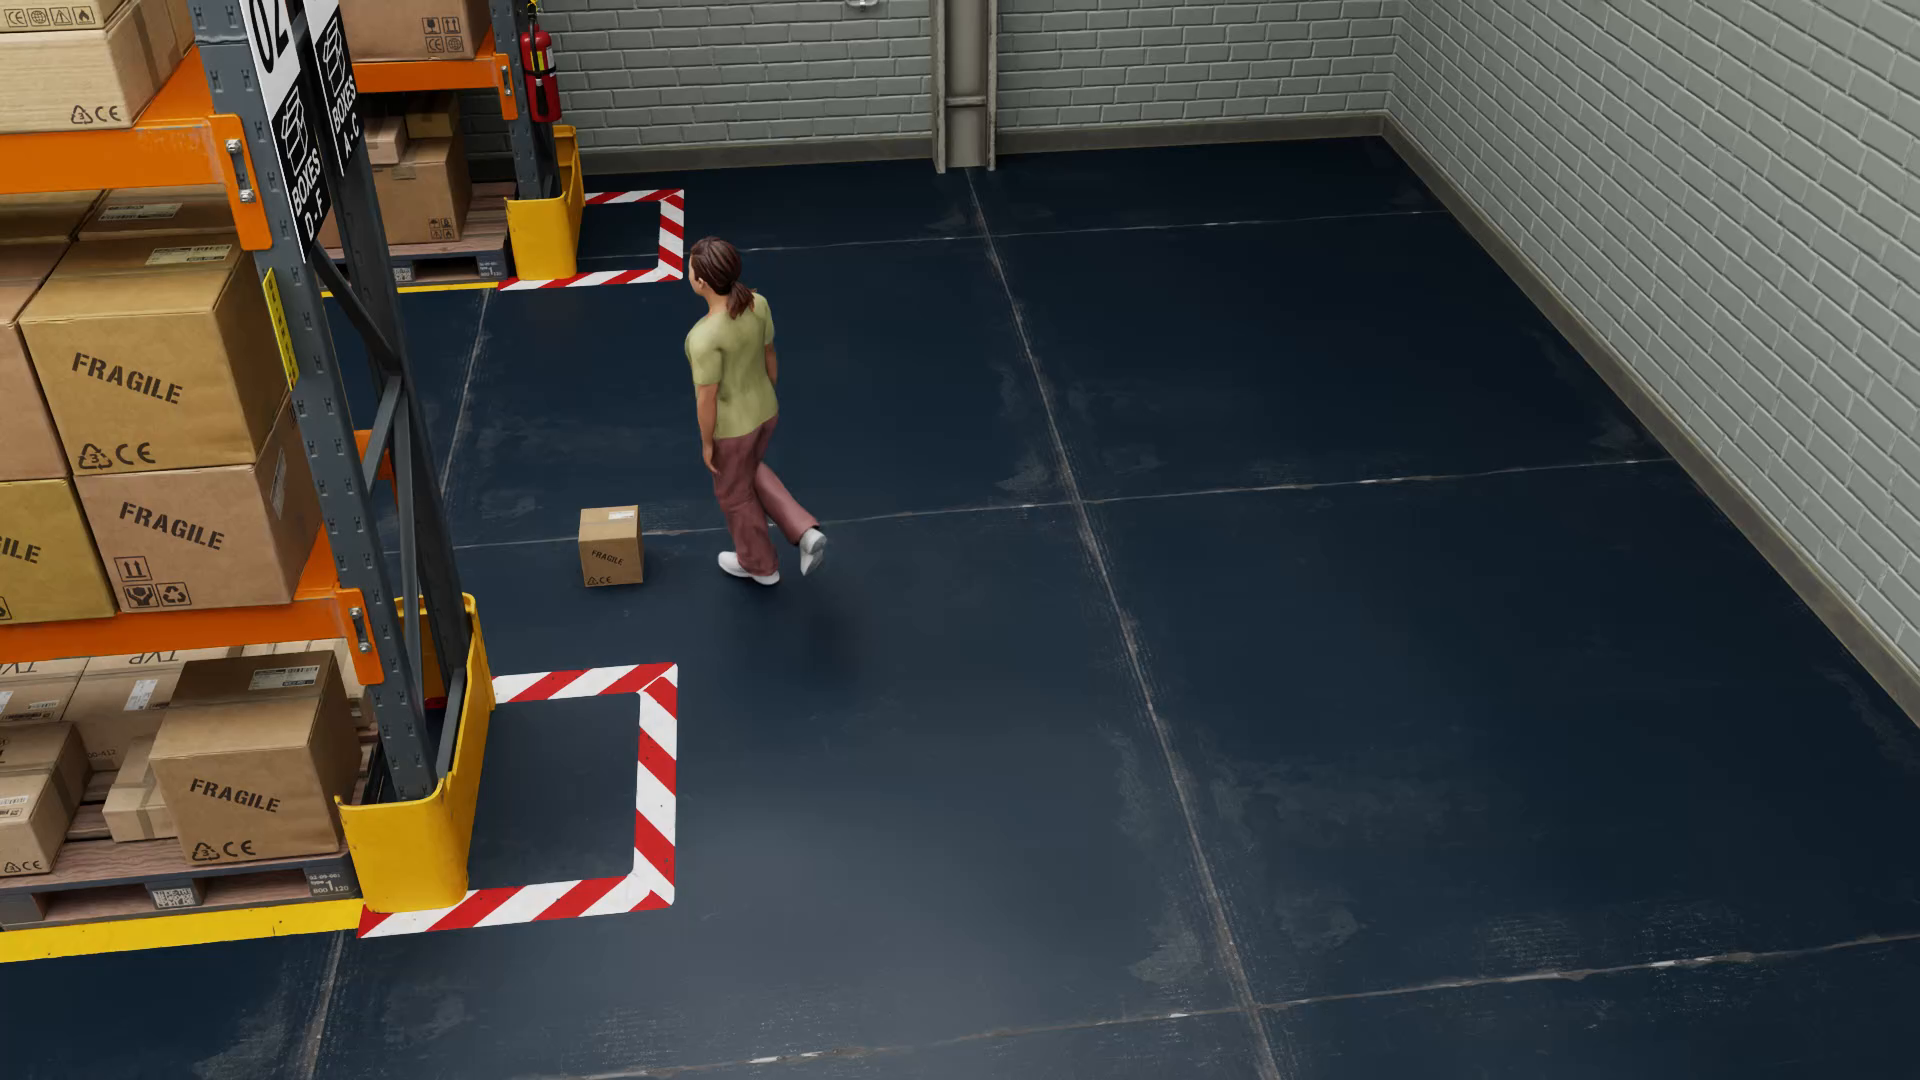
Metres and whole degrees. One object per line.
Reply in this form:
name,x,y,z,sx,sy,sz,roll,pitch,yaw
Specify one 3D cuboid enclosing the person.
person,-0.874,-0.461,6.778,0.544,1.662,0.507,20,40,26
